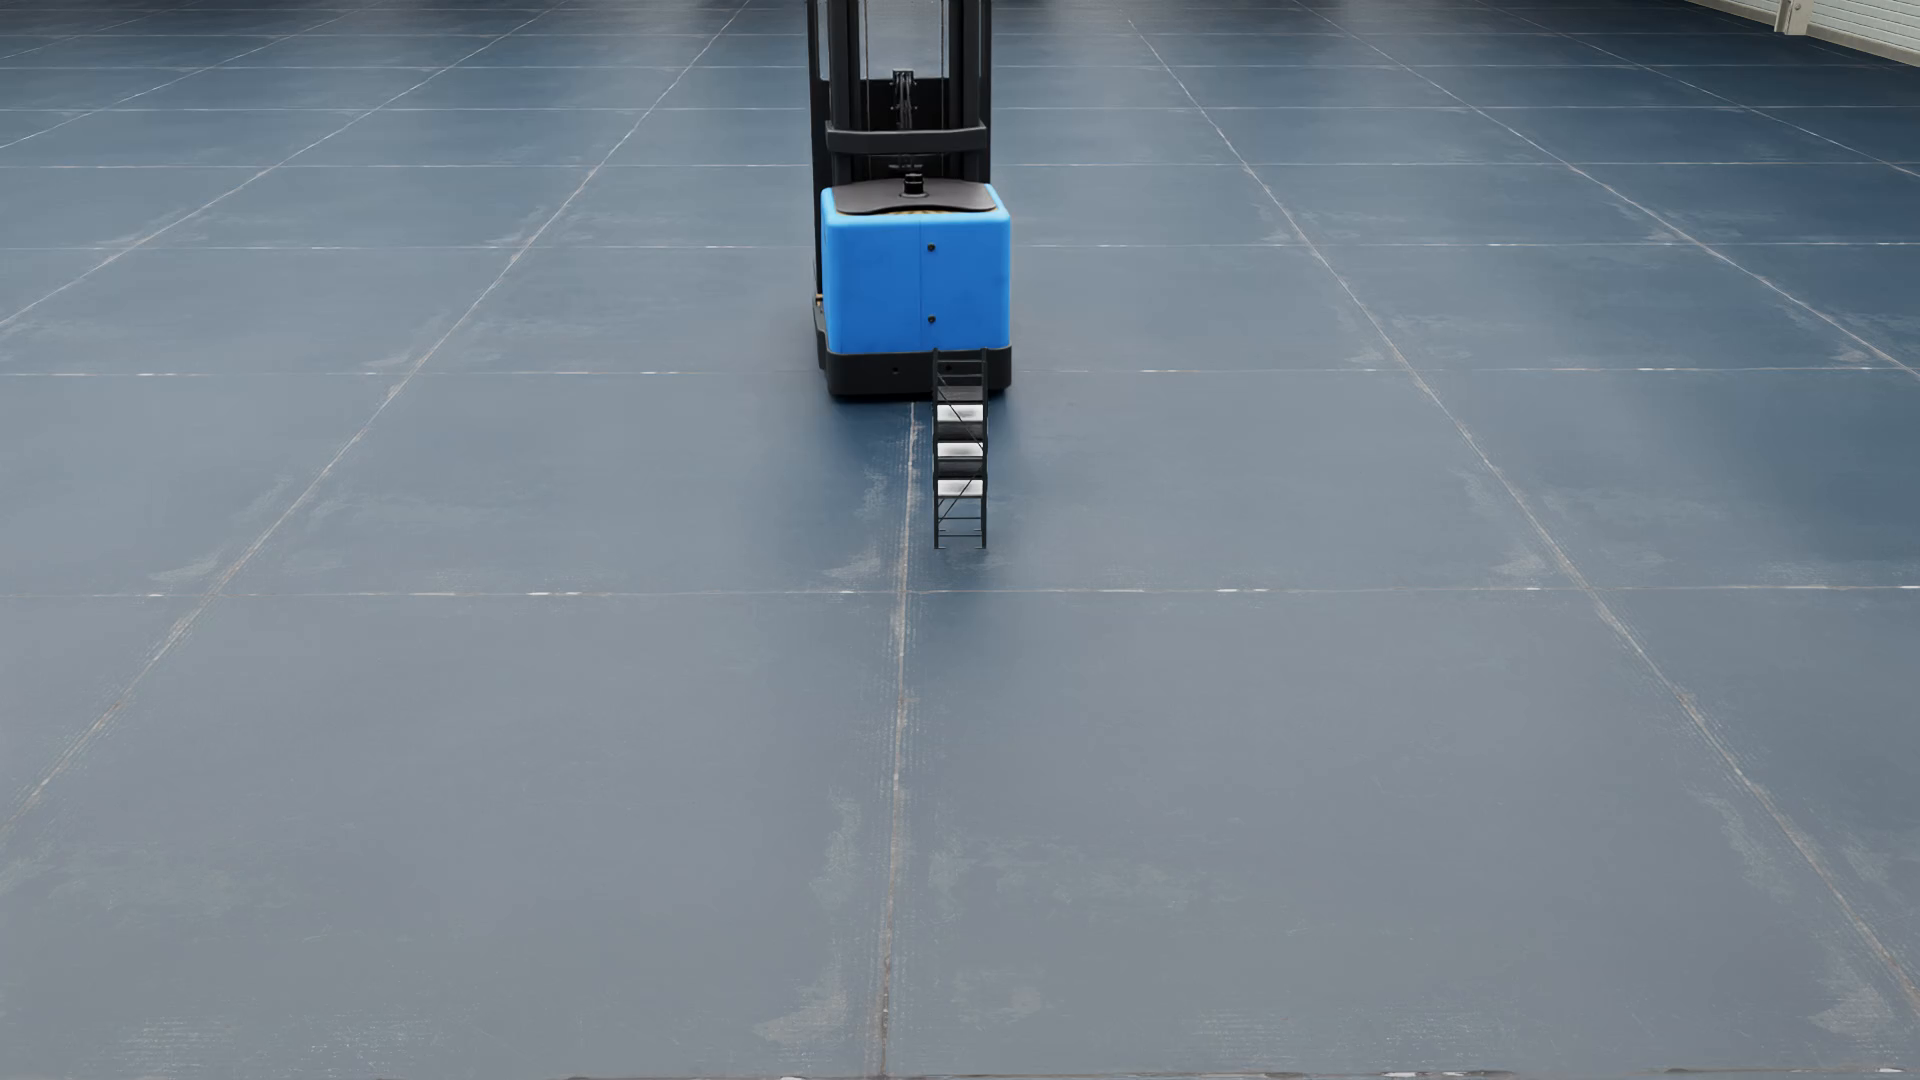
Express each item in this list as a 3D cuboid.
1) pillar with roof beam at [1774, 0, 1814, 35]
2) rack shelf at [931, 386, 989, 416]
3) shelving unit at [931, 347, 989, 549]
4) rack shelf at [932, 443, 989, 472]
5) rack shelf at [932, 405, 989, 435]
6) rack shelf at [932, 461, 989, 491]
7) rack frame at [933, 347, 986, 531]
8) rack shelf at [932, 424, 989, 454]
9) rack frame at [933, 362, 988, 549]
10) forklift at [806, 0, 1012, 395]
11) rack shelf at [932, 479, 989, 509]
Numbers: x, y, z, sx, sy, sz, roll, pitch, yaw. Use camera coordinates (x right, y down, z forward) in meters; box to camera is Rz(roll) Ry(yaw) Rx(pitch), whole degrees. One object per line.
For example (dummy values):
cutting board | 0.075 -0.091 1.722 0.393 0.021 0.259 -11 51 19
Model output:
pillar with roof beam | 7.571 -11.328 21.876 9.100 9.000 0.400 0 24 -1
rack shelf | 0.000 -0.629 7.474 0.258 0.077 0.200 0 24 -1
shelving unit | 0.000 -0.413 7.572 0.258 0.900 0.210 0 24 -1
rack shelf | 0.000 -0.383 7.586 0.258 0.077 0.200 0 24 -1
rack shelf | 0.000 -0.547 7.512 0.258 0.077 0.200 0 24 -1
rack shelf | 0.000 -0.301 7.623 0.258 0.077 0.200 0 24 -1
rack frame | -0.001 -0.455 7.665 0.240 0.900 0.006 0 24 -1
rack shelf | 0.000 -0.465 7.549 0.258 0.077 0.200 0 24 -1
rack frame | 0.001 -0.371 7.479 0.240 0.900 0.006 0 24 -1
forklift | -0.385 -2.726 10.221 1.130 2.935 3.031 -3 24 -6
rack shelf | 0.000 -0.219 7.660 0.258 0.077 0.200 0 24 -1
